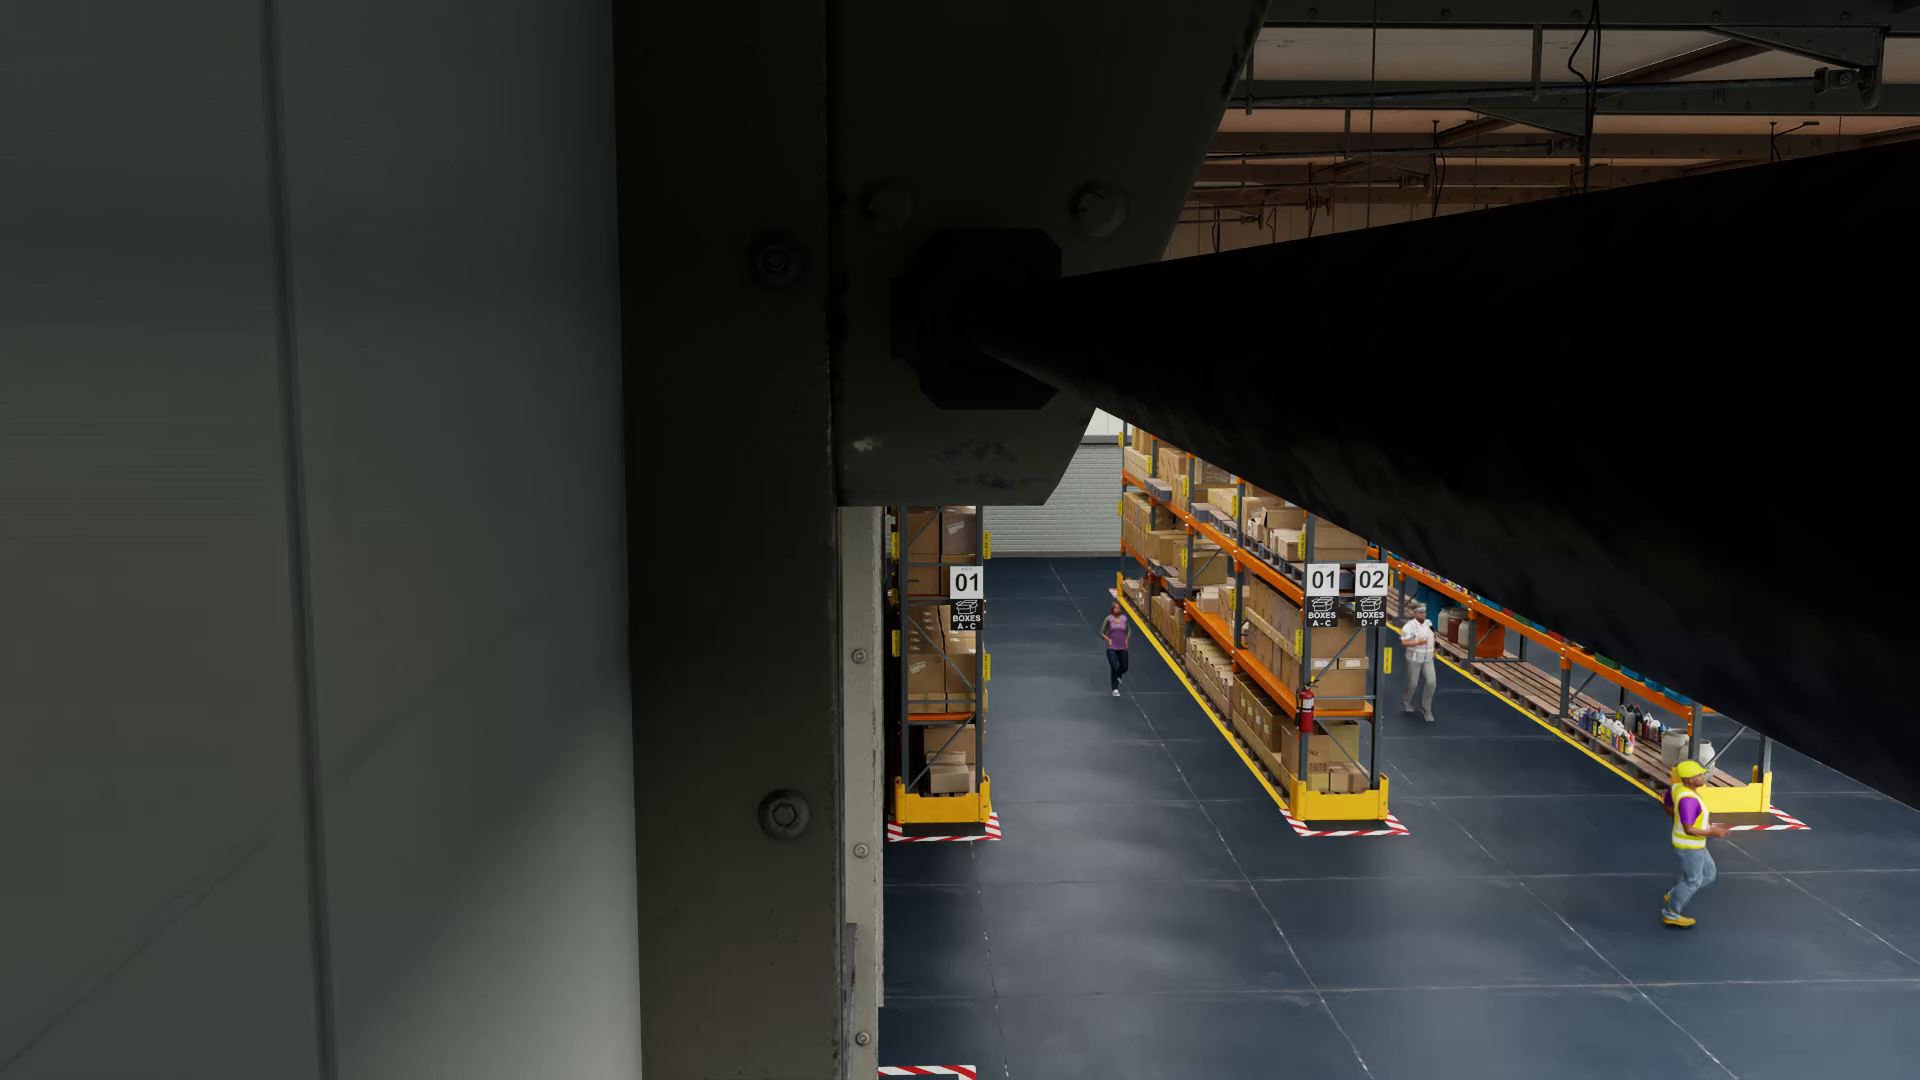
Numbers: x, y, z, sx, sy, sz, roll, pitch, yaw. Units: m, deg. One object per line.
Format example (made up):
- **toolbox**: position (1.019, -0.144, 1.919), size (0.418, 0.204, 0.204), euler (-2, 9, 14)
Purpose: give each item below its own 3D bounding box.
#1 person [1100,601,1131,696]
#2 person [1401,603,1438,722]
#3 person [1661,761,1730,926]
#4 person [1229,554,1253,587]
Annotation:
- **person**: position (2.544, 1.767, 27.081), size (0.532, 1.550, 0.559), euler (-1, 8, -9)
- **person**: position (7.078, 1.870, 25.622), size (0.640, 1.840, 0.755), euler (-2, 8, -11)
- **person**: position (7.496, 3.094, 16.960), size (0.600, 1.722, 0.685), euler (3, 9, 19)
- **person**: position (5.998, 0.570, 35.295), size (0.594, 1.658, 0.802), euler (-1, 8, -8)
